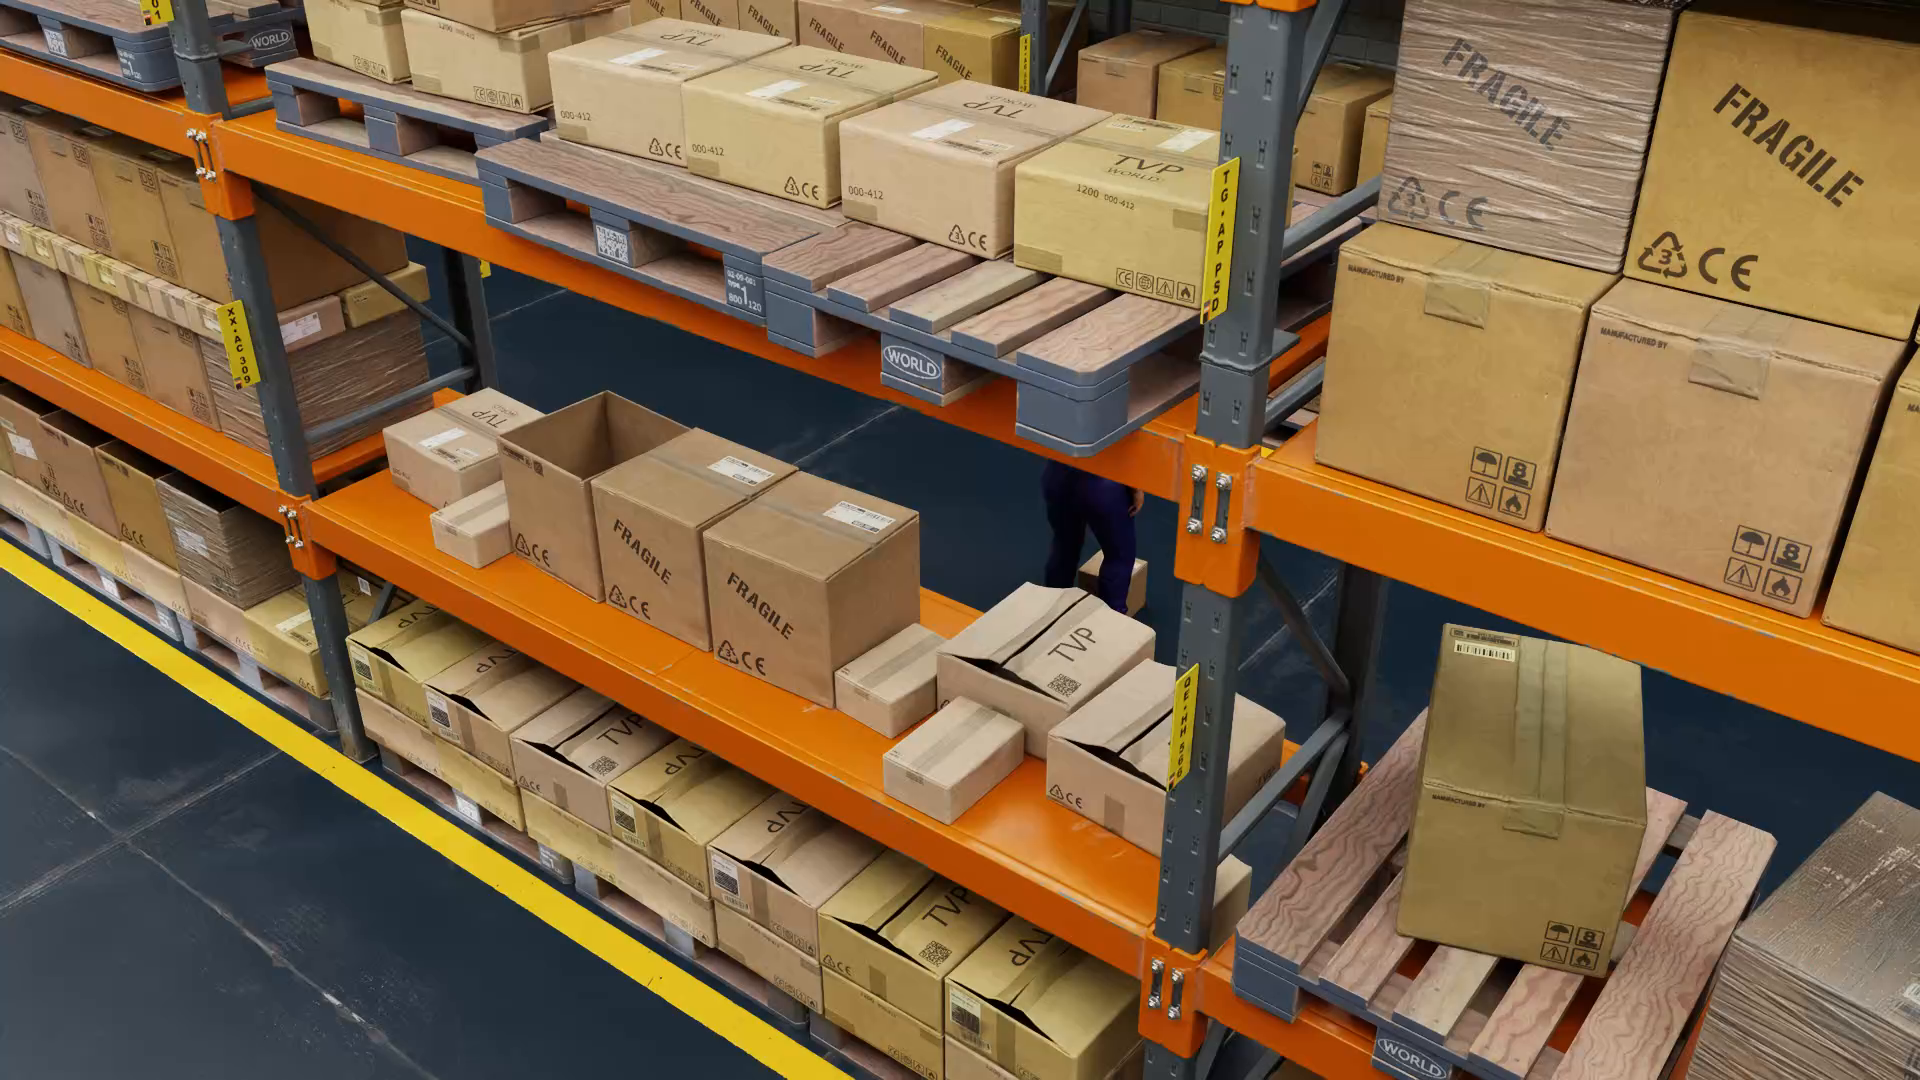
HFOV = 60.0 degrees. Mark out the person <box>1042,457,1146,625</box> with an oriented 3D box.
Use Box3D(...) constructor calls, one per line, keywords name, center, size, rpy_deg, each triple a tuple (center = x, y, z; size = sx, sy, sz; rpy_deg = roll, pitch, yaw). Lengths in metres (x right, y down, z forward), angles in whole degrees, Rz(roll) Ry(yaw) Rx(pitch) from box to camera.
Box3D(name="person", center=(0.601, -0.264, 7.583), size=(0.538, 1.647, 0.370), rpy_deg=(21, 37, 30))
